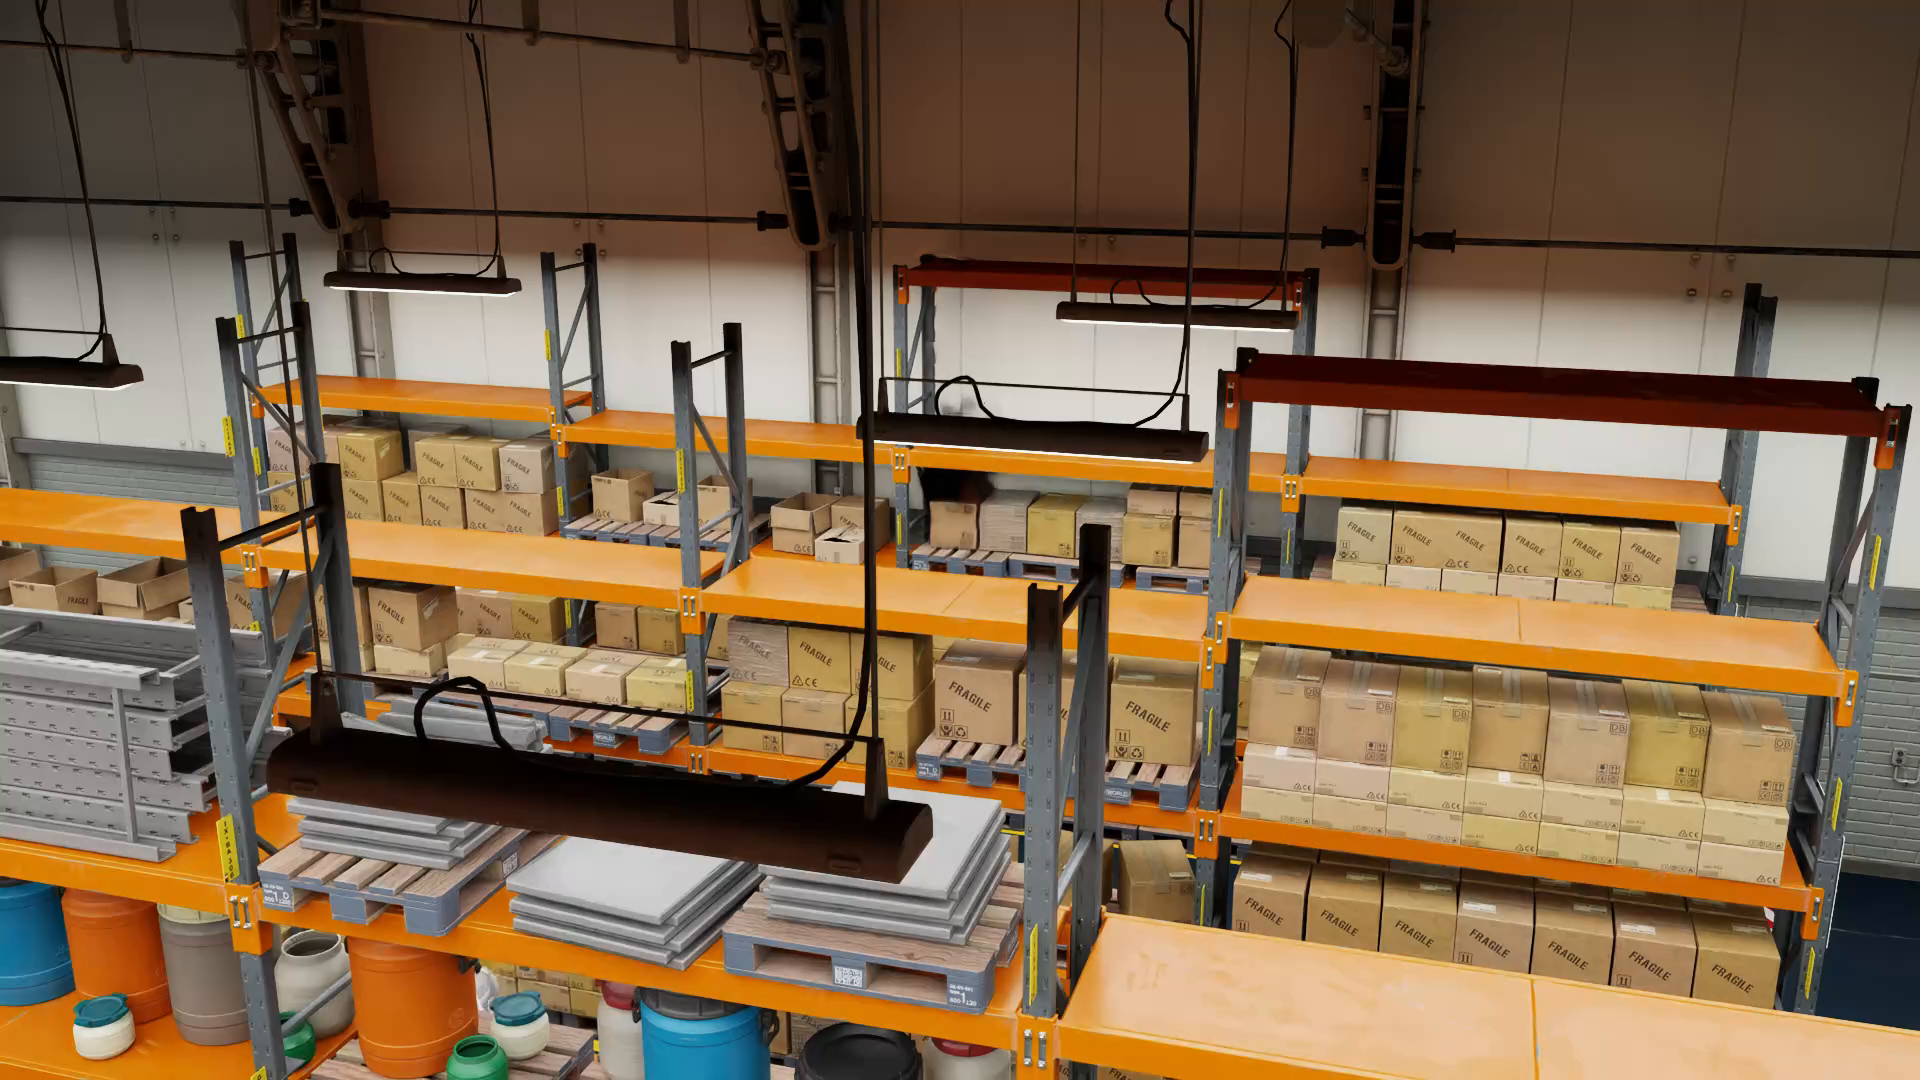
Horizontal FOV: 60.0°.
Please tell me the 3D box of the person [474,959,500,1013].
[{"bbox_3d":[-3.592,3.795,12.583,0.944,1.688,0.605,2,16,8],"label":"person"}]
